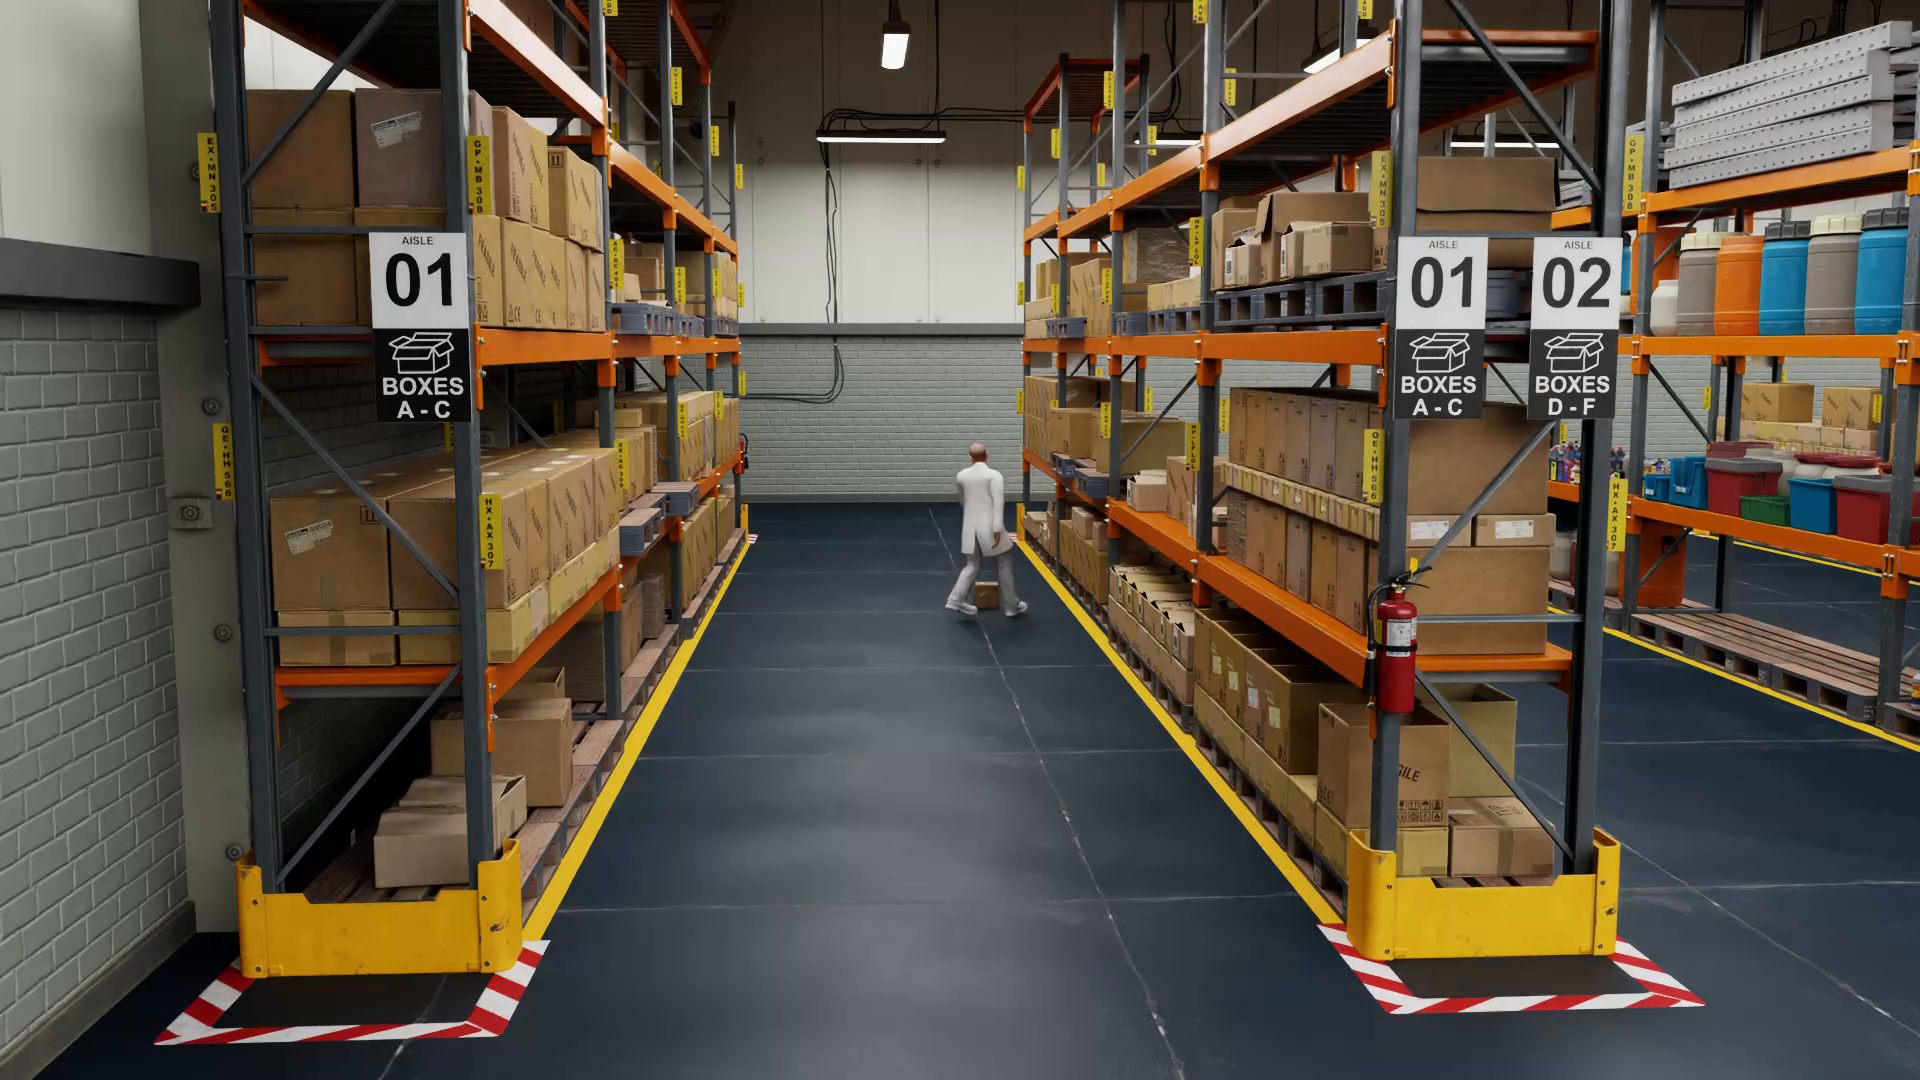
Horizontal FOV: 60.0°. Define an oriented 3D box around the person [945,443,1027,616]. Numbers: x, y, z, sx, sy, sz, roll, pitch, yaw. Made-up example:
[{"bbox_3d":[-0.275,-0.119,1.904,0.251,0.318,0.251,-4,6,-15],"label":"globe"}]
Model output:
[{"bbox_3d":[0.244,-0.102,16.684,0.588,1.739,0.878,4,8,29],"label":"person"}]
